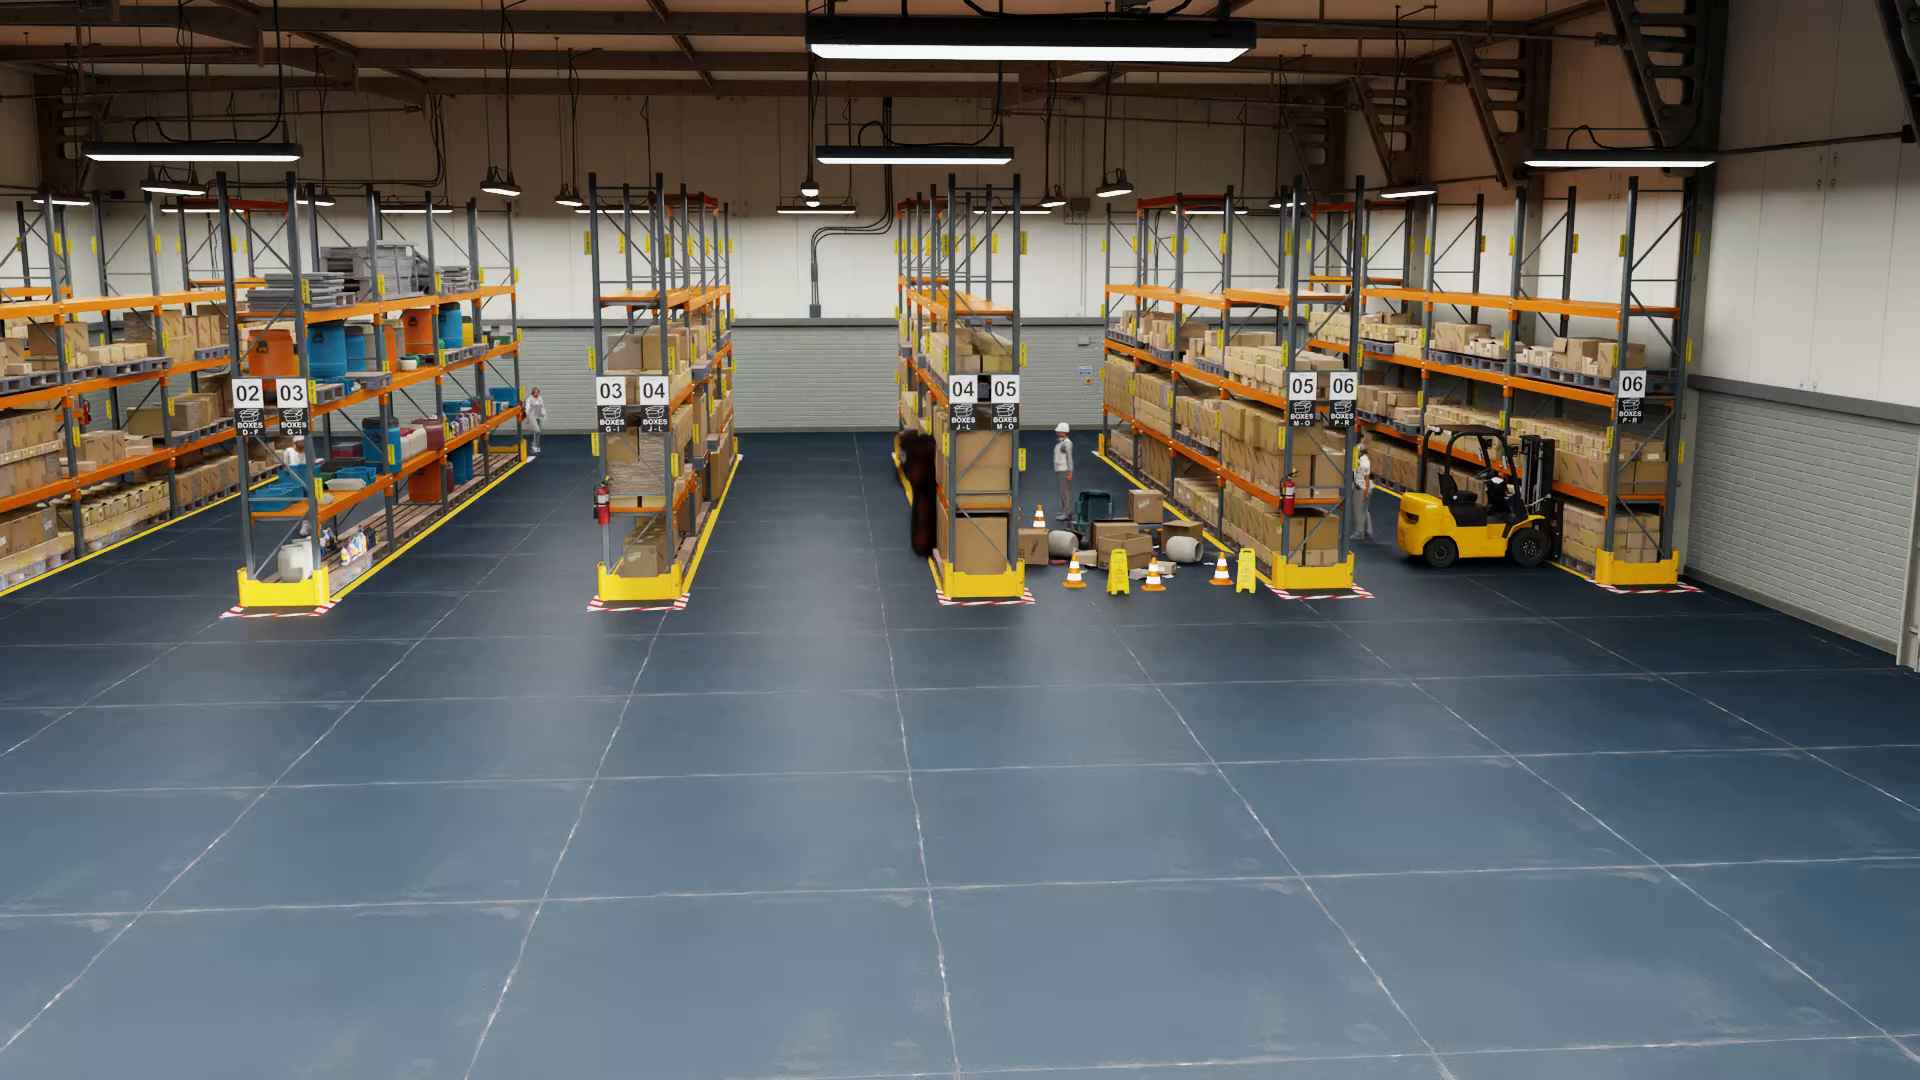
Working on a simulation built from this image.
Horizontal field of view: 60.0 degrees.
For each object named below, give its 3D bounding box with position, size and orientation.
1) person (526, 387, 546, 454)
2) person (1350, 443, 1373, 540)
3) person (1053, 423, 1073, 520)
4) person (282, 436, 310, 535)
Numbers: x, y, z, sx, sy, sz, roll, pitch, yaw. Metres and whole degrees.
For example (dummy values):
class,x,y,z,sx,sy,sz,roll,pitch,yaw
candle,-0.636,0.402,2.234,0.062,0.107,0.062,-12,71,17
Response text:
class,x,y,z,sx,sy,sz,roll,pitch,yaw
person,-10.343,-2.932,40.649,0.490,1.612,0.428,8,13,39
person,6.940,-0.843,28.747,0.434,1.673,0.512,4,11,24
person,1.918,-1.286,30.861,0.377,1.781,0.603,0,10,0
person,-11.689,-1.026,29.373,0.478,1.746,0.945,0,10,-2
